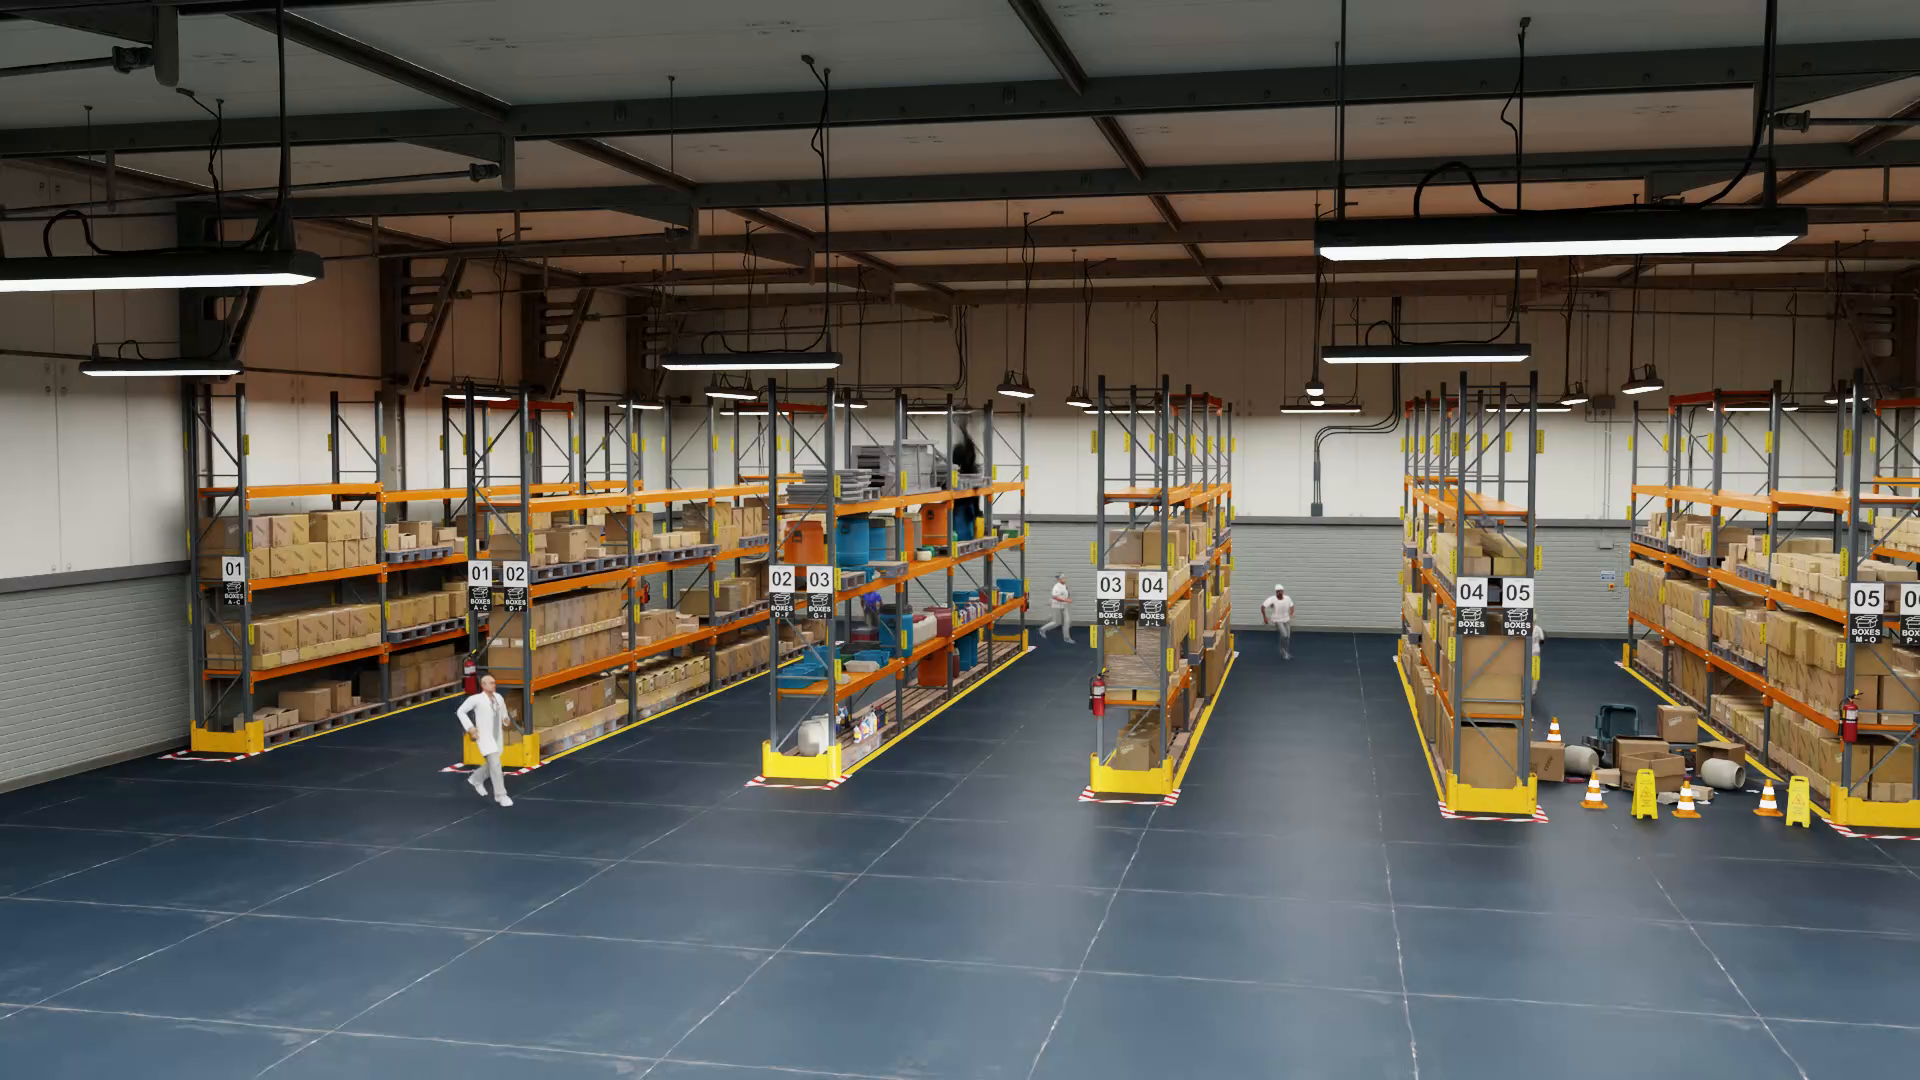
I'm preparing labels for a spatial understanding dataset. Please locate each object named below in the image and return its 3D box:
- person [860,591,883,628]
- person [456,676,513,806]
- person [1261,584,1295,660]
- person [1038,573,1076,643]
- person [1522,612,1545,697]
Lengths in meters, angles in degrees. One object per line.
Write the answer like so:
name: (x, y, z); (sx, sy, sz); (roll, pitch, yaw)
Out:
person: (-2.175, 1.905, 40.542); (0.560, 1.598, 0.848); (0, 3, 5)
person: (-6.595, 2.780, 23.256); (1.009, 1.771, 0.723); (2, 4, 31)
person: (7.474, 1.921, 38.846); (0.767, 1.781, 0.644); (-1, 3, -18)
person: (2.484, 1.719, 42.134); (0.932, 1.796, 0.672); (1, 4, 23)
person: (11.225, 2.296, 32.798); (0.589, 1.770, 0.758); (1, 3, 13)
